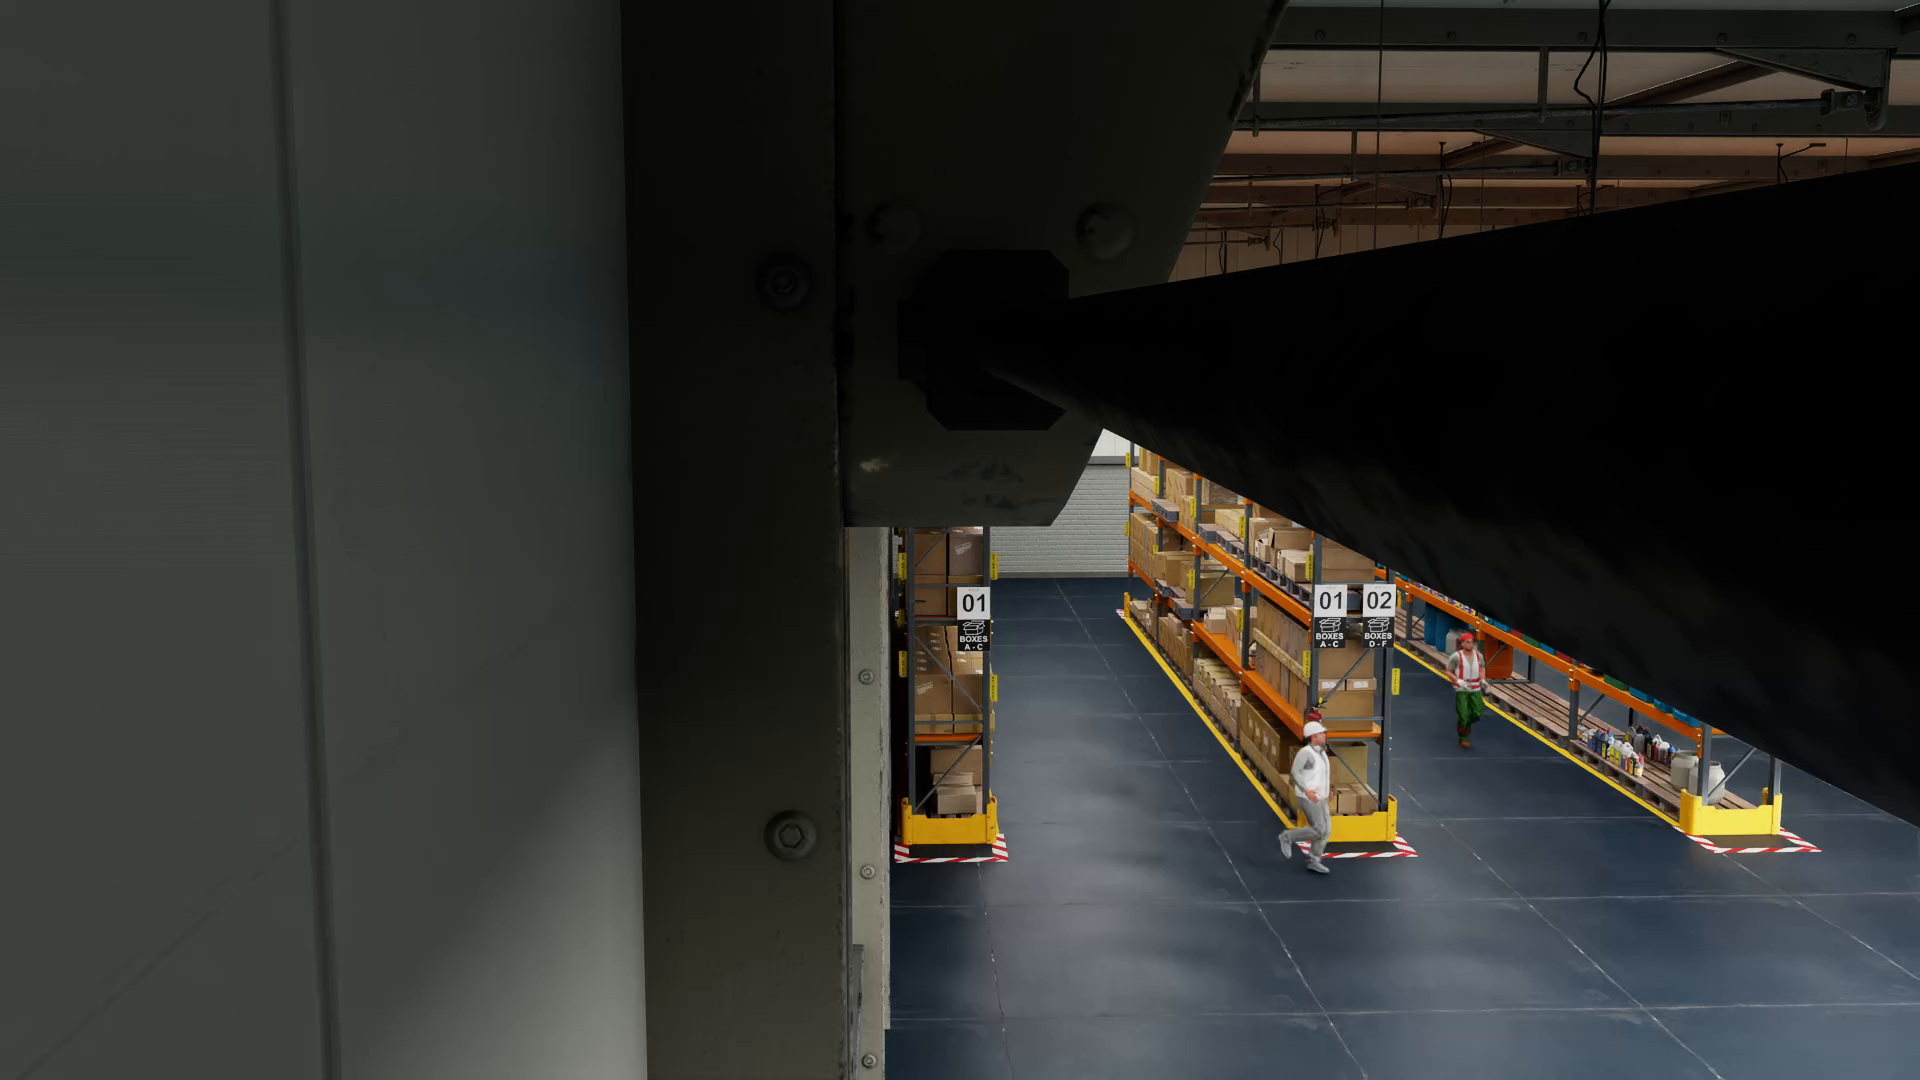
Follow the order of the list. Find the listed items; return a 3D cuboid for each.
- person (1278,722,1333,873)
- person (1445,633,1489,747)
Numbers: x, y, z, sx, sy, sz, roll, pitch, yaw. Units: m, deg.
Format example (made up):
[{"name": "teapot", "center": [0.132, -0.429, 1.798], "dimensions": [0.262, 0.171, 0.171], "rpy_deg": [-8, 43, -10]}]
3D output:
[{"name": "person", "center": [4.156, 2.990, 19.570], "dimensions": [0.648, 1.703, 0.698], "rpy_deg": [5, 9, 35]}, {"name": "person", "center": [7.653, 2.265, 25.087], "dimensions": [0.655, 1.742, 0.594], "rpy_deg": [-1, 7, -5]}]
